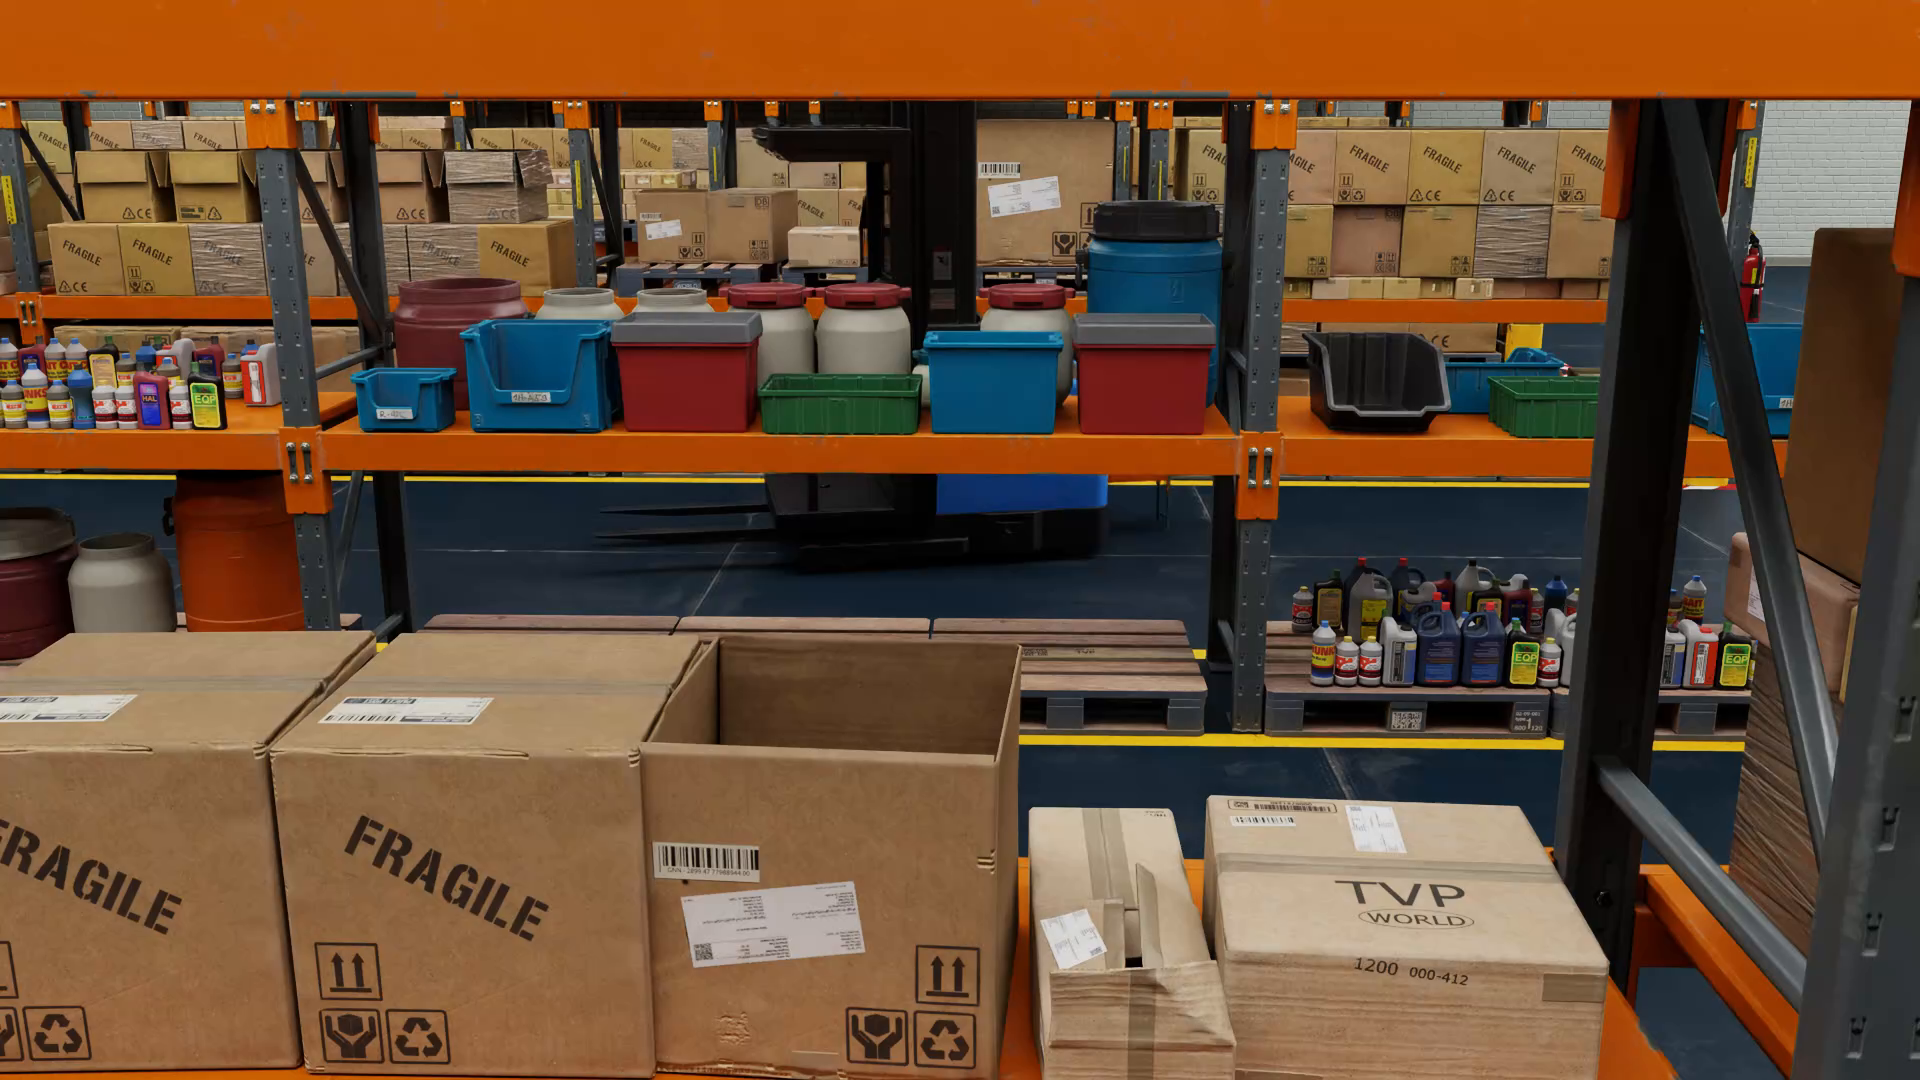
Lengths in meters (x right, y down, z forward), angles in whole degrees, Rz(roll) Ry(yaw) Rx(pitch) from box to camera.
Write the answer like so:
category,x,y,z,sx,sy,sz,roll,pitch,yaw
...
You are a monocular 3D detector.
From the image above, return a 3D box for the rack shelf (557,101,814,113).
category,x,y,z,sx,sy,sz,roll,pitch,yaw
rack shelf,-4.244,-6.939,26.293,4.000,0.370,1.077,0,15,1

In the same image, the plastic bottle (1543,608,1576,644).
category,x,y,z,sx,sy,sz,roll,pitch,yaw
plastic bottle,2.640,0.440,7.270,0.135,0.276,0.152,0,15,1

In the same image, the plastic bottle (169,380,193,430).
category,x,y,z,sx,sy,sz,roll,pitch,yaw
plastic bottle,-3.278,-0.571,7.013,0.097,0.201,0.097,0,15,0

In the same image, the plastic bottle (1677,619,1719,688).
category,x,y,z,sx,sy,sz,roll,pitch,yaw
plastic bottle,3.151,0.480,7.118,0.135,0.276,0.152,0,15,2

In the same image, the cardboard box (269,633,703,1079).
category,x,y,z,sx,sy,sz,roll,pitch,yaw
cardboard box,-0.674,0.457,2.531,0.500,0.500,0.500,0,15,2

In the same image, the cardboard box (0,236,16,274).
category,x,y,z,sx,sy,sz,roll,pitch,yaw
cardboard box,-7.068,-2.064,11.994,0.500,0.250,0.500,0,15,0

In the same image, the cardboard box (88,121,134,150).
category,x,y,z,sx,sy,sz,roll,pitch,yaw
cardboard box,-8.415,-3.939,16.651,0.500,0.500,0.500,0,15,0

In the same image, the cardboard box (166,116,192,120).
category,x,y,z,sx,sy,sz,roll,pitch,yaw
cardboard box,-10.018,-5.383,21.434,0.250,0.149,0.380,1,15,3

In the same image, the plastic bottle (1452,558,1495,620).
category,x,y,z,sx,sy,sz,roll,pitch,yaw
plastic bottle,2.417,0.261,7.803,0.185,0.351,0.144,0,15,1

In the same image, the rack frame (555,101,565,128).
category,x,y,z,sx,sy,sz,roll,pitch,yaw
rack frame,-6.244,-5.850,26.633,0.127,3.000,1.000,0,15,1

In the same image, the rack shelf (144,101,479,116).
category,x,y,z,sx,sy,sz,roll,pitch,yaw
rack shelf,-8.366,-5.700,21.594,4.000,0.370,1.077,0,15,1

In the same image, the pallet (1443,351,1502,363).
category,x,y,z,sx,sy,sz,roll,pitch,yaw
pallet,4.803,-1.880,17.051,1.213,0.211,1.003,0,15,1

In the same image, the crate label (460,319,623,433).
category,x,y,z,sx,sy,sz,roll,pitch,yaw
crate label,-1.761,-0.709,7.079,0.616,0.435,0.502,0,15,1

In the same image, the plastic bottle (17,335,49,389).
category,x,y,z,sx,sy,sz,roll,pitch,yaw
plastic bottle,-4.326,-0.816,7.780,0.133,0.283,0.061,0,15,1

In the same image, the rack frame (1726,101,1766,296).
category,x,y,z,sx,sy,sz,roll,pitch,yaw
rack frame,5.376,-1.979,11.960,0.127,3.000,1.000,0,15,1

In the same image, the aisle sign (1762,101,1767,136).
category,x,y,z,sx,sy,sz,roll,pitch,yaw
aisle sign,5.430,-3.159,11.337,0.004,0.787,0.394,0,15,1

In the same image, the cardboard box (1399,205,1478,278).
category,x,y,z,sx,sy,sz,roll,pitch,yaw
cardboard box,3.326,-2.175,11.923,0.500,0.500,0.875,0,15,1

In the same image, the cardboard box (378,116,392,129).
category,x,y,z,sx,sy,sz,roll,pitch,yaw
cardboard box,-7.446,-5.381,21.428,0.250,0.149,0.380,0,15,1

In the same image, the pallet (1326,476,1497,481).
category,x,y,z,sx,sy,sz,roll,pitch,yaw
pallet,3.272,-0.654,12.404,1.213,0.211,1.003,0,15,1

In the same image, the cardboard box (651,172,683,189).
category,x,y,z,sx,sy,sz,roll,pitch,yaw
cardboard box,-2.895,-3.551,16.421,0.250,0.149,0.380,0,15,-1

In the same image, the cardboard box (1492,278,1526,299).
category,x,y,z,sx,sy,sz,roll,pitch,yaw
cardboard box,3.836,-1.810,11.814,0.250,0.149,0.380,0,15,1

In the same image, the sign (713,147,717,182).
category,x,y,z,sx,sy,sz,roll,pitch,yaw
sign,-2.398,-3.678,16.287,0.005,0.325,0.100,0,15,1

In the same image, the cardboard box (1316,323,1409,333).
category,x,y,z,sx,sy,sz,roll,pitch,yaw
cardboard box,4.045,-2.411,16.942,0.875,0.875,0.875,0,15,1

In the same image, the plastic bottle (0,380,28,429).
category,x,y,z,sx,sy,sz,roll,pitch,yaw
plastic bottle,-3.995,-0.576,7.031,0.097,0.201,0.097,0,15,0

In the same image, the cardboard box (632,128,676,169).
category,x,y,z,sx,sy,sz,roll,pitch,yaw
cardboard box,-3.901,-5.033,21.379,0.500,0.500,0.500,0,15,1

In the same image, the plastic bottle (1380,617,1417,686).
category,x,y,z,sx,sy,sz,roll,pitch,yaw
plastic bottle,1.882,0.472,7.149,0.135,0.276,0.152,1,15,3

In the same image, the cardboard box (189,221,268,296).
category,x,y,z,sx,sy,sz,roll,pitch,yaw
cardboard box,-5.164,-2.032,11.966,0.500,0.500,0.500,0,15,0

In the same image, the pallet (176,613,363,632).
category,x,y,z,sx,sy,sz,roll,pitch,yaw
pallet,-3.537,0.586,7.705,1.213,0.211,1.003,0,15,1

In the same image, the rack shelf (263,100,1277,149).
category,x,y,z,sx,sy,sz,roll,pitch,yaw
rack shelf,-0.748,-1.857,7.030,4.000,0.370,1.077,0,15,1

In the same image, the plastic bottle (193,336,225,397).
category,x,y,z,sx,sy,sz,roll,pitch,yaw
plastic bottle,-3.499,-0.810,7.760,0.133,0.283,0.061,0,15,1

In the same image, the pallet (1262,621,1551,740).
category,x,y,z,sx,sy,sz,roll,pitch,yaw
pallet,1.921,0.622,7.570,1.213,0.211,1.003,0,15,1

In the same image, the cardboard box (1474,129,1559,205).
category,x,y,z,sx,sy,sz,roll,pitch,yaw
cardboard box,3.820,-2.601,11.578,0.500,0.500,0.500,0,15,1

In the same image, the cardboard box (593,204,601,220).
category,x,y,z,sx,sy,sz,roll,pitch,yaw
cardboard box,-3.653,-3.269,16.519,0.250,0.149,0.380,0,15,1

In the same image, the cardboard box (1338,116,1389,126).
category,x,y,z,sx,sy,sz,roll,pitch,yaw
cardboard box,5.113,-5.129,21.162,0.500,0.500,0.700,0,15,0

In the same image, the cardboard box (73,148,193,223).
category,x,y,z,sx,sy,sz,roll,pitch,yaw
cardboard box,-5.981,-2.588,12.108,0.637,0.503,0.797,0,15,0

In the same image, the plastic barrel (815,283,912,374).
category,x,y,z,sx,sy,sz,roll,pitch,yaw
plastic barrel,-0.433,-0.874,7.507,0.433,0.535,0.433,0,15,0

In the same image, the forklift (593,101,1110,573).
category,x,y,z,sx,sy,sz,roll,pitch,yaw
forklift,-0.673,-1.375,9.805,3.031,2.935,1.130,-3,15,-10

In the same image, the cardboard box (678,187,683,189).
category,x,y,z,sx,sy,sz,roll,pitch,yaw
cardboard box,-2.899,-3.408,16.462,0.250,0.149,0.380,1,15,3

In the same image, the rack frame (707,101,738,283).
category,x,y,z,sx,sy,sz,roll,pitch,yaw
rack frame,-2.394,-3.295,16.949,0.127,3.000,1.000,0,15,1

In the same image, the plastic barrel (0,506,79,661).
category,x,y,z,sx,sy,sz,roll,pitch,yaw
plastic barrel,-4.366,0.189,7.647,0.708,0.588,0.600,0,15,1

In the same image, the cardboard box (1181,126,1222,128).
category,x,y,z,sx,sy,sz,roll,pitch,yaw
cardboard box,2.526,-3.879,16.750,0.550,0.550,0.875,0,15,1

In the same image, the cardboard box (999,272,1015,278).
category,x,y,z,sx,sy,sz,roll,pitch,yaw
cardboard box,0.387,-3.471,21.944,0.625,0.372,0.950,1,15,5

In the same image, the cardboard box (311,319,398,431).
category,x,y,z,sx,sy,sz,roll,pitch,yaw
cardboard box,-4.202,-1.224,12.441,0.875,0.875,1.225,0,15,2

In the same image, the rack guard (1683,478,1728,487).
category,x,y,z,sx,sy,sz,roll,pitch,yaw
rack guard,5.300,-0.771,12.281,0.348,0.500,1.175,0,15,1

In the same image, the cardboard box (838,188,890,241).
category,x,y,z,sx,sy,sz,roll,pitch,yaw
cardboard box,-0.939,-3.266,16.642,0.500,0.500,0.500,0,15,1

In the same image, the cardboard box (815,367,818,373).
category,x,y,z,sx,sy,sz,roll,pitch,yaw
cardboard box,-0.829,-1.033,12.414,0.500,0.500,0.700,2,15,6

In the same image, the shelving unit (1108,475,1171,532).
category,x,y,z,sx,sy,sz,roll,pitch,yaw
shelving unit,1.055,-0.652,10.458,0.503,1.200,0.258,-3,15,-10

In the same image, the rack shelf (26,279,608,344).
category,x,y,z,sx,sy,sz,roll,pitch,yaw
rack shelf,-4.621,-1.696,12.298,4.000,0.370,1.077,0,15,1

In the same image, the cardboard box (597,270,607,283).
category,x,y,z,sx,sy,sz,roll,pitch,yaw
cardboard box,-3.589,-2.590,16.884,0.500,0.250,0.500,1,15,2

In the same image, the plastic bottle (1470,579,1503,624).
category,x,y,z,sx,sy,sz,roll,pitch,yaw
plastic bottle,2.440,0.319,7.712,0.133,0.283,0.061,0,15,1
